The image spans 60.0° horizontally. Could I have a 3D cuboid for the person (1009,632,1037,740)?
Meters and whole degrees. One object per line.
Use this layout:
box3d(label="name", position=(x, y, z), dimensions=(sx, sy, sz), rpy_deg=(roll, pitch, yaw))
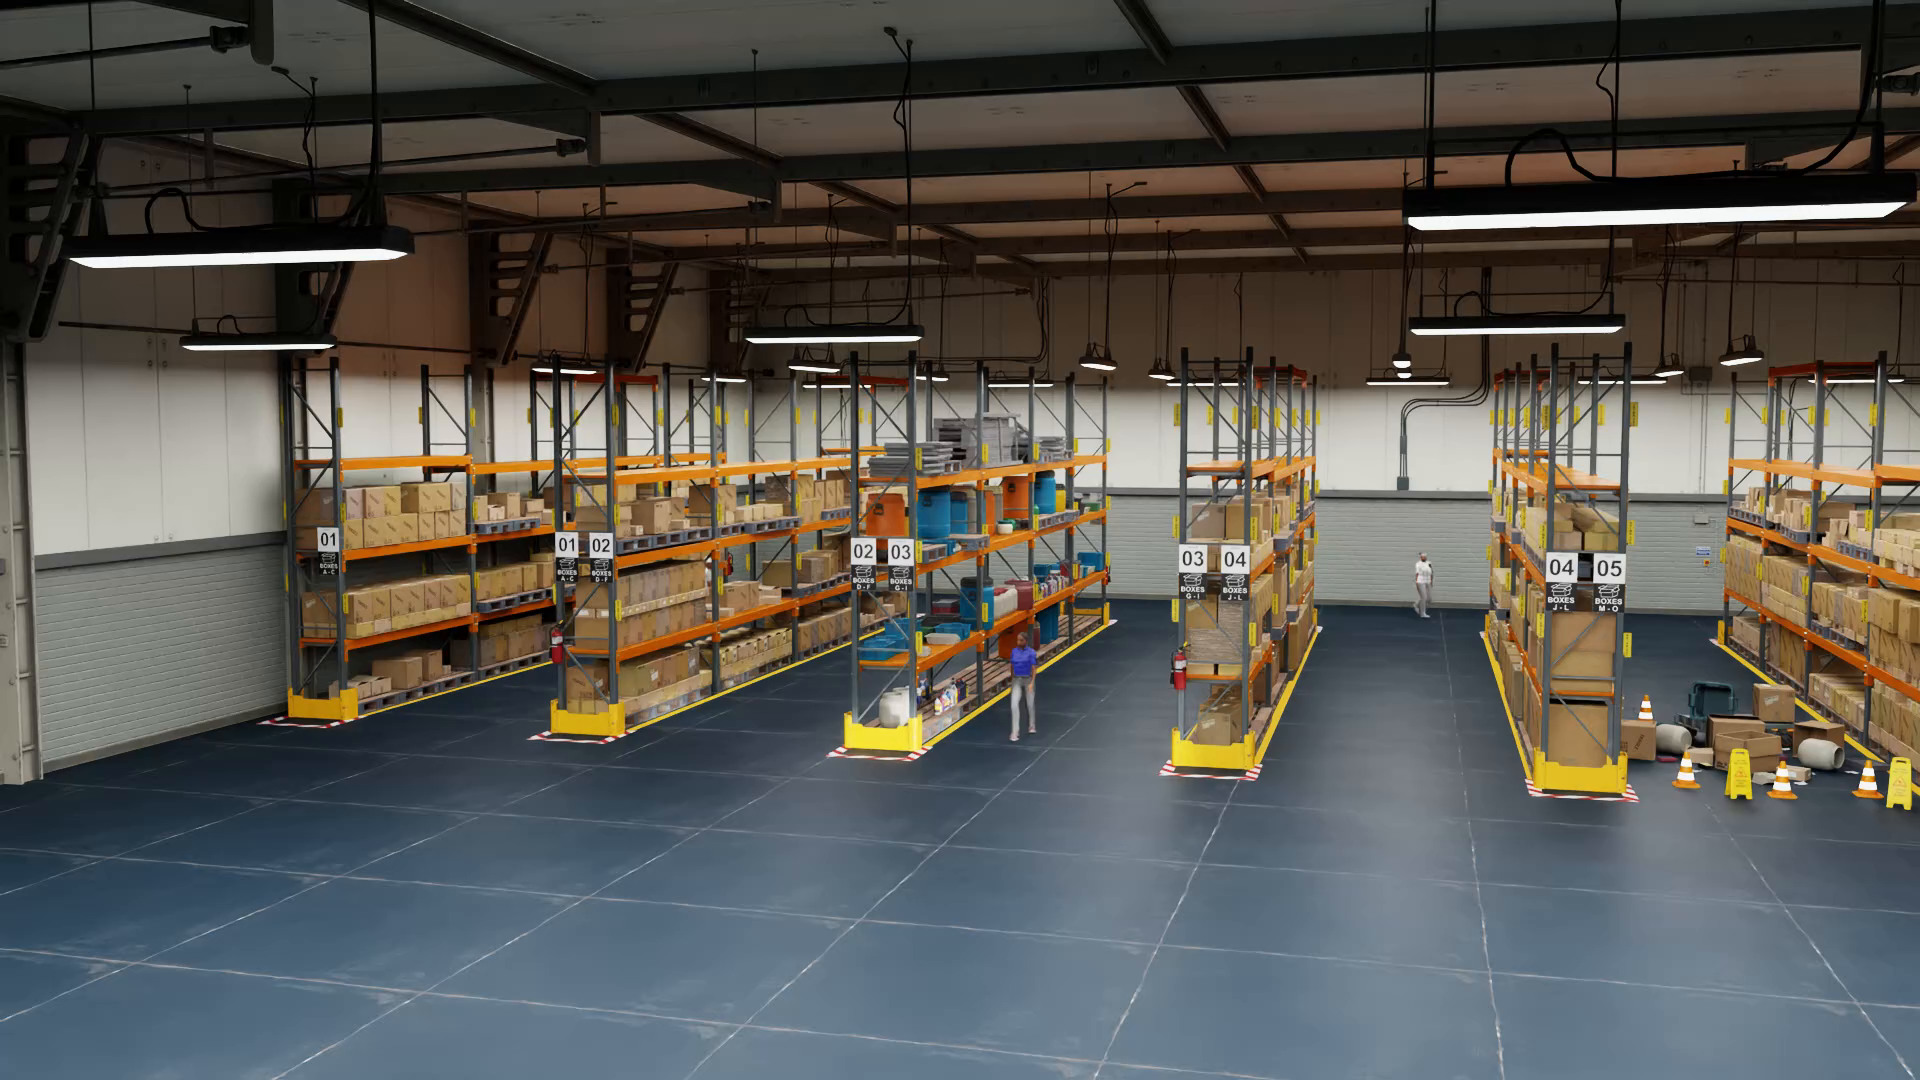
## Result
box3d(label="person", position=(0.991, 2.267, 26.111), dimensions=(0.463, 1.653, 0.808), rpy_deg=(1, 4, 17))

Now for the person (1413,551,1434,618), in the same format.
box3d(label="person", position=(11.592, 1.089, 41.697), dimensions=(0.449, 1.670, 0.613), rpy_deg=(-3, 5, -33))

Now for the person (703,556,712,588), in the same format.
box3d(label="person", position=(-5.929, 1.276, 38.699), dimensions=(0.501, 1.787, 0.596), rpy_deg=(-3, 5, -32))
